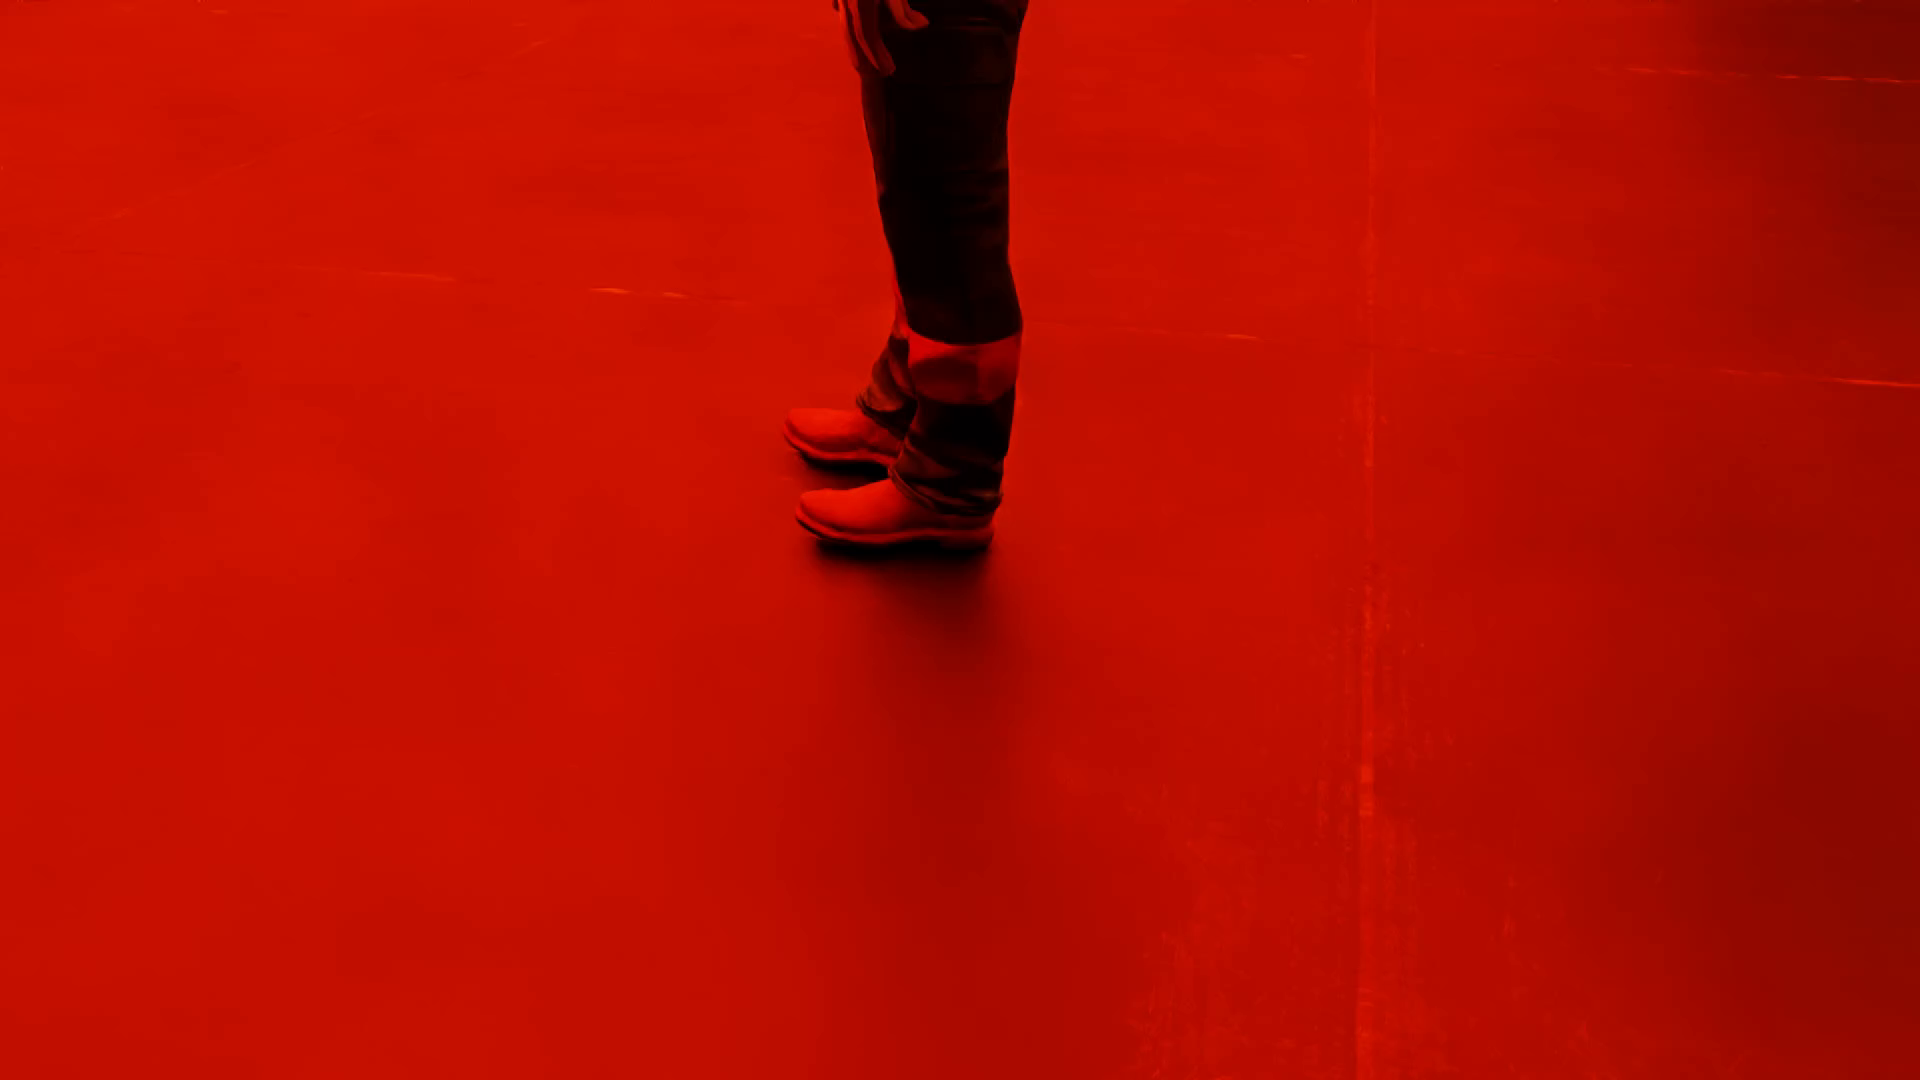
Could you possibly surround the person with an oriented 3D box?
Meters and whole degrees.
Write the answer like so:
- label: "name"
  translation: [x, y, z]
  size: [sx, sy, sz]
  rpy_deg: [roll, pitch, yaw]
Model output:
- label: "person"
  translation: [-0.076, -0.816, 2.120]
  size: [0.563, 1.783, 0.637]
  rpy_deg: [6, 27, 11]
